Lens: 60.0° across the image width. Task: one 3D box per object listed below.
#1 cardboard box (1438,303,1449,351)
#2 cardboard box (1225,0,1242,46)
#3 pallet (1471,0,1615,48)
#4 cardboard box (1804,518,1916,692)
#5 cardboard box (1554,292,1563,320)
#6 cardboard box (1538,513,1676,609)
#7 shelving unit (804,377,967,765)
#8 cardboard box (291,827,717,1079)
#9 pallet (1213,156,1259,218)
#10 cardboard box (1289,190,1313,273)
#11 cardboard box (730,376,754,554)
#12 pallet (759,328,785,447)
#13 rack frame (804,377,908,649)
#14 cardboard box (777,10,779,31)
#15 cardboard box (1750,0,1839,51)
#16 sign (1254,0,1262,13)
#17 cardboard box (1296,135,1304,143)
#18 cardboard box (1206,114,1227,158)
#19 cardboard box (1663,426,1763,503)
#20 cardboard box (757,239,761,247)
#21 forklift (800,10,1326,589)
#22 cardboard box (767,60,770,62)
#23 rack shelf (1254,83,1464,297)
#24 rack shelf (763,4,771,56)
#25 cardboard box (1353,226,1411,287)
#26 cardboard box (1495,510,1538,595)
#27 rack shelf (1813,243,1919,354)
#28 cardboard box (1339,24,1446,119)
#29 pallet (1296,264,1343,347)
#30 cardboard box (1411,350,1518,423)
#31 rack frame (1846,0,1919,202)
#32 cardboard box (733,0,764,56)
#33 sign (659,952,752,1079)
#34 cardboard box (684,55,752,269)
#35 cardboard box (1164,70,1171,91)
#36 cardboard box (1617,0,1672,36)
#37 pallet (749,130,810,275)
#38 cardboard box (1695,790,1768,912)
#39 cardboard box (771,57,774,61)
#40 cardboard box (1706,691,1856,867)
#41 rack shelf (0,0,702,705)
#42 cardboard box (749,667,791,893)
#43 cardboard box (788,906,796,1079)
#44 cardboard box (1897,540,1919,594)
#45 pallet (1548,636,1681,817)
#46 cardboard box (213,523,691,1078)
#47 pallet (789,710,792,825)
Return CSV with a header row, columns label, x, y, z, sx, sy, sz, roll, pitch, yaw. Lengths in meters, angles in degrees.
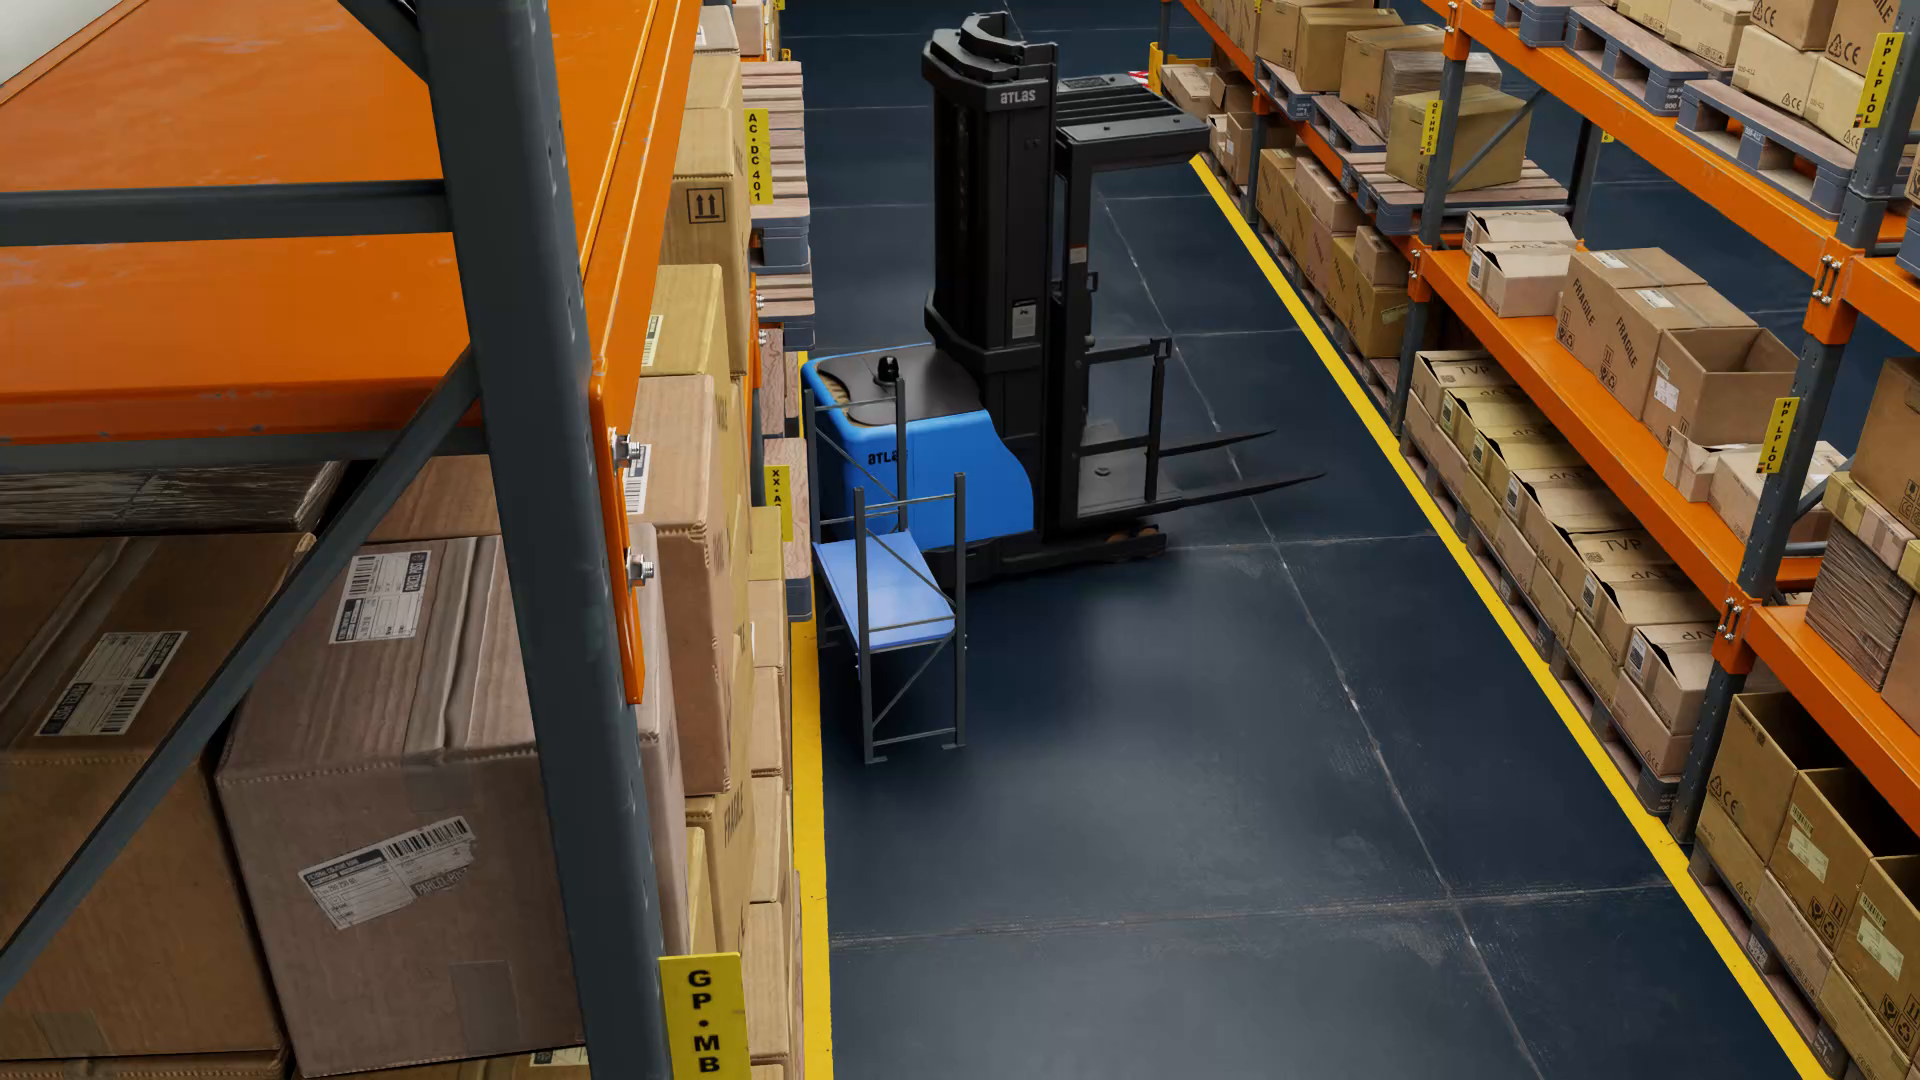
label,x,y,z,sx,sy,sz,roll,pitch,yaw
cardboard box,3.526,-1.642,11.583,0.500,0.500,0.500,-4,31,-6
cardboard box,2.614,-4.605,14.436,0.500,0.500,0.500,-2,31,-3
pallet,3.491,-2.878,8.902,1.213,0.211,1.003,-1,31,-2
cardboard box,3.760,0.212,6.372,0.700,0.500,0.500,-4,31,-6
cardboard box,3.514,-1.257,9.175,0.380,0.149,0.250,-1,31,-1
cardboard box,3.290,0.075,8.425,0.500,0.311,0.500,-3,31,-5
shelving unit,-0.366,0.138,8.057,0.538,1.500,1.048,-9,32,-14
cardboard box,-0.628,0.788,2.463,0.500,0.500,0.500,-2,31,-3
pallet,2.902,-3.209,14.917,1.003,0.211,1.213,-3,31,-5
cardboard box,2.868,-2.386,12.827,0.500,0.500,0.500,-2,31,-4
cardboard box,-0.802,-0.285,4.261,0.500,0.500,0.500,-4,31,-7
pallet,-1.367,-0.683,8.156,1.003,0.211,1.213,-3,31,-5
rack frame,-0.513,-0.112,8.474,0.500,1.500,0.032,-9,32,-14
cardboard box,-2.141,-4.967,14.848,0.980,0.700,0.700,-4,31,-7
cardboard box,3.618,-2.303,6.761,0.500,0.500,0.500,0,31,0
sign,2.426,-4.397,13.343,0.100,0.325,0.005,-3,31,-5
cardboard box,3.051,-3.694,15.343,0.380,0.166,0.250,-3,31,-5
cardboard box,2.559,-3.750,15.297,0.500,0.311,0.500,-3,31,-5
cardboard box,3.448,-0.354,7.548,0.396,0.266,0.258,-3,31,-6
cardboard box,-1.393,-1.854,10.155,0.380,0.149,0.250,-3,31,-5
forklift,0.663,-1.370,9.186,3.031,2.935,1.130,-10,32,-17
cardboard box,-1.429,-2.794,10.364,0.500,0.250,0.500,-3,31,-5
rack shelf,3.152,-2.726,12.090,1.077,0.370,4.000,-3,31,-5
rack shelf,-1.780,-3.774,10.920,1.077,0.370,4.000,-3,31,-5
cardboard box,3.008,-1.946,11.360,0.500,0.250,0.500,-2,31,-3
cardboard box,3.245,0.052,9.010,0.500,0.250,0.500,-2,31,-4
rack shelf,3.900,0.071,4.483,1.077,0.370,4.000,-3,31,-5
cardboard box,3.192,-3.380,11.976,0.700,0.500,0.500,-11,32,-17
pallet,3.196,-1.821,12.593,1.003,0.211,1.213,-3,31,-5
cardboard box,3.096,-0.973,10.178,0.500,0.311,0.500,-2,31,-3
rack frame,3.713,-2.547,5.238,1.000,3.000,0.127,-3,31,-5
cardboard box,-1.257,-2.678,8.450,0.500,0.311,0.500,-3,31,-5
sign,-0.305,0.621,2.008,0.100,0.325,0.005,-3,31,-5
cardboard box,-0.840,-0.977,4.443,0.500,0.500,0.500,-1,31,-2
cardboard box,2.312,-4.713,17.048,0.380,0.166,0.250,-3,31,-5
cardboard box,3.547,-2.629,8.038,0.500,0.250,0.500,-3,31,-6
pallet,-1.171,-1.259,6.191,1.213,0.211,1.003,-3,31,-5
cardboard box,3.454,1.280,6.954,0.500,0.250,0.500,-3,31,-5
cardboard box,-1.525,-3.000,11.441,0.500,0.500,0.500,-2,31,-3
cardboard box,3.444,0.959,6.760,0.500,0.500,0.500,-3,31,-5
rack shelf,-1.032,-0.976,3.314,1.077,0.370,4.000,-3,31,-5
cardboard box,-0.778,0.741,4.981,0.500,0.500,0.500,-4,31,-6
cardboard box,-0.724,1.319,4.744,0.500,0.250,0.500,-2,31,-4
cardboard box,3.594,0.114,5.905,0.380,0.149,0.250,-4,31,-6
pallet,3.605,0.852,8.118,1.003,0.211,1.213,-3,31,-5
cardboard box,-0.640,0.333,2.250,0.500,0.500,0.500,-5,31,-8
pallet,-1.293,1.068,7.757,1.003,0.211,1.213,-3,31,-5
